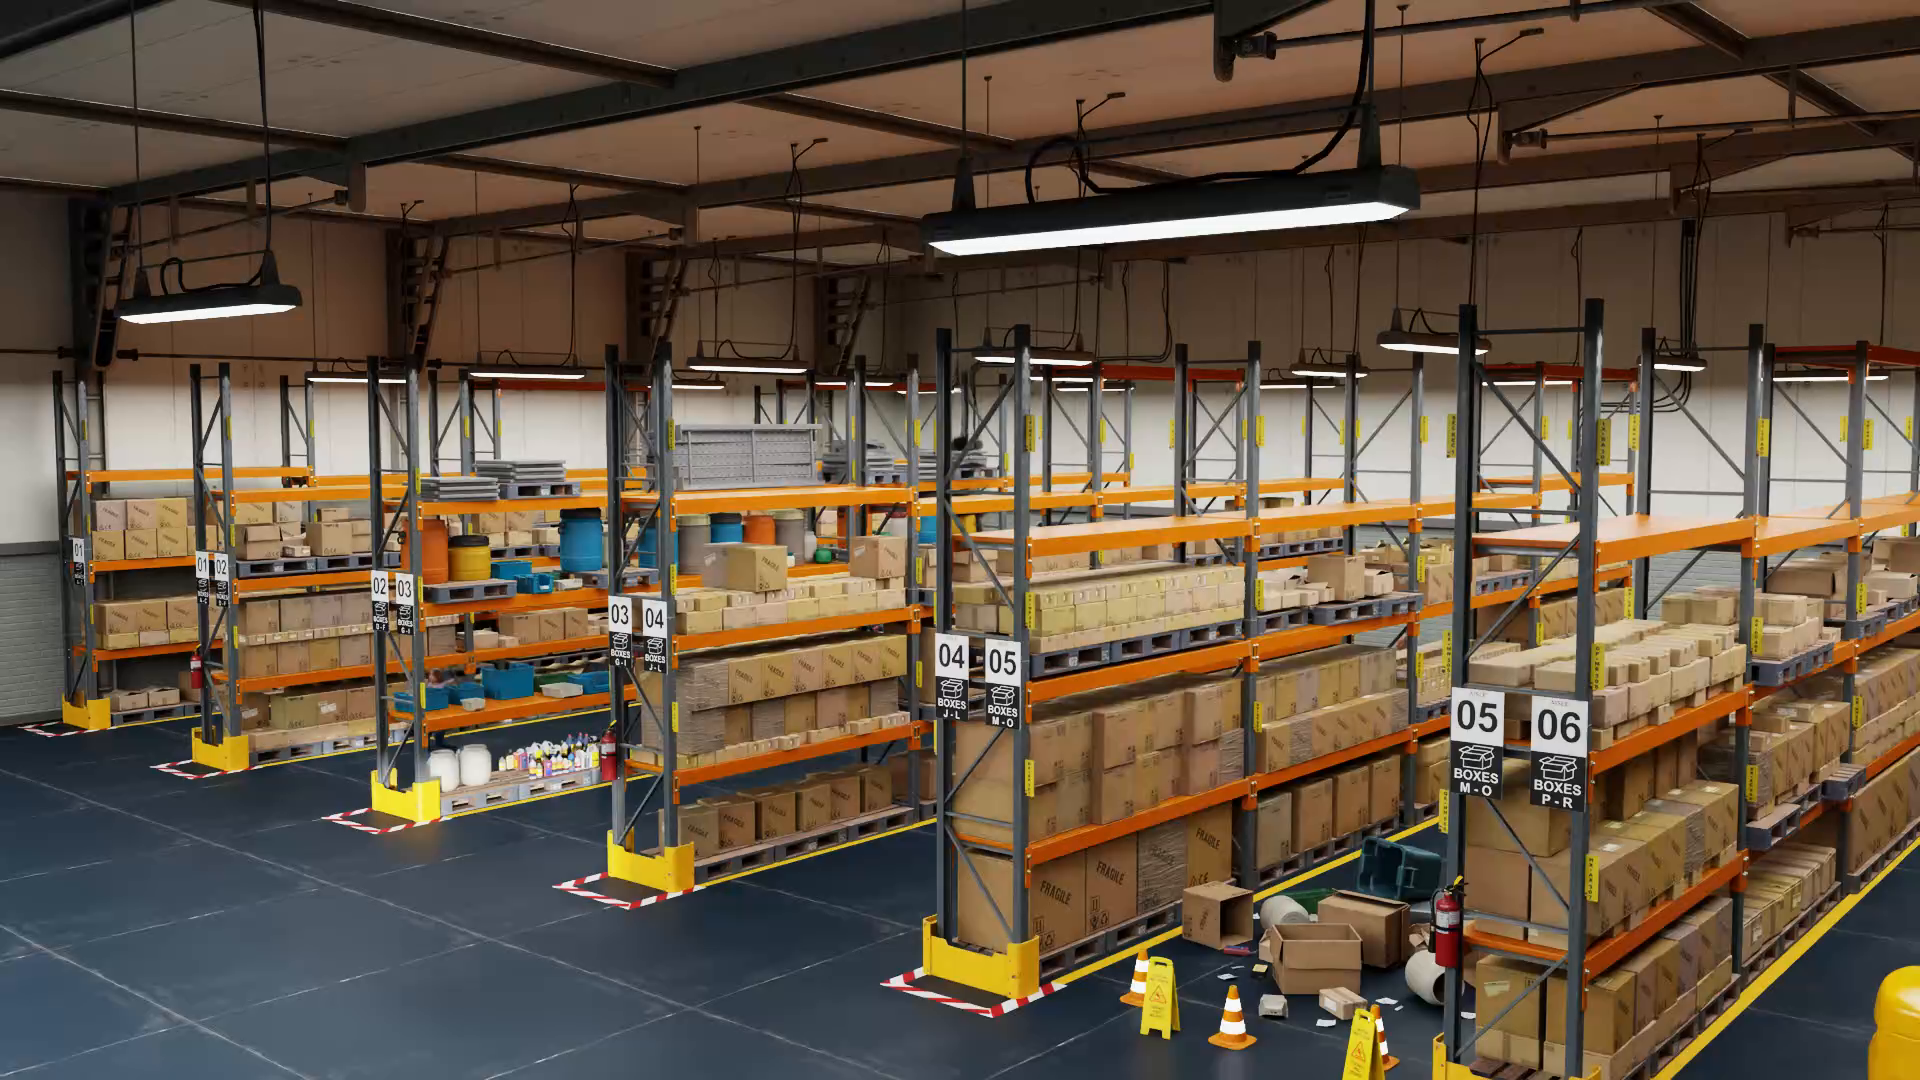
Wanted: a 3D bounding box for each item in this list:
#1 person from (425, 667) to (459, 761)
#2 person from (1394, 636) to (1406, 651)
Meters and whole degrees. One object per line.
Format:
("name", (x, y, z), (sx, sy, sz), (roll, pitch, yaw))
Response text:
("person", (-7.635, 2.632, 24.239), (0.547, 1.563, 0.755), (2, 4, 21))
("person", (6.844, 2.384, 25.941), (0.698, 1.809, 1.008), (3, 5, 40))
